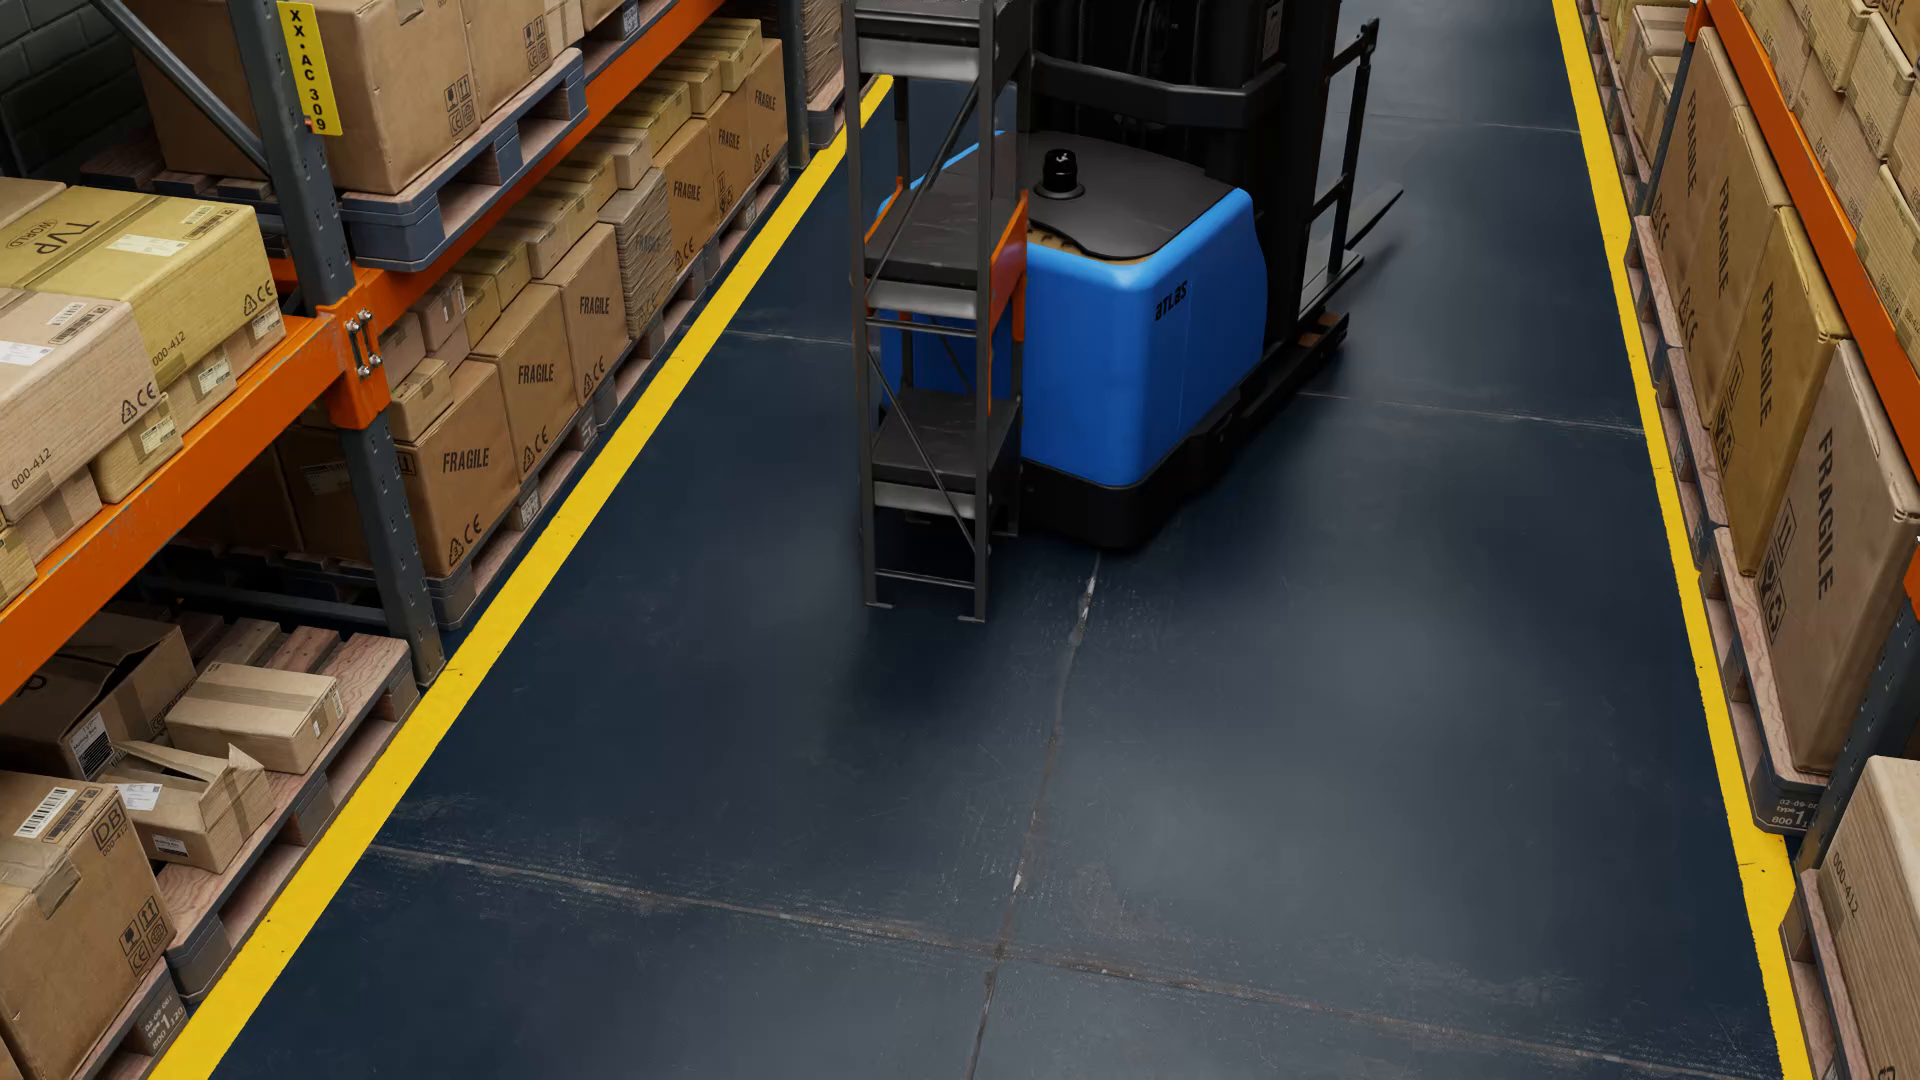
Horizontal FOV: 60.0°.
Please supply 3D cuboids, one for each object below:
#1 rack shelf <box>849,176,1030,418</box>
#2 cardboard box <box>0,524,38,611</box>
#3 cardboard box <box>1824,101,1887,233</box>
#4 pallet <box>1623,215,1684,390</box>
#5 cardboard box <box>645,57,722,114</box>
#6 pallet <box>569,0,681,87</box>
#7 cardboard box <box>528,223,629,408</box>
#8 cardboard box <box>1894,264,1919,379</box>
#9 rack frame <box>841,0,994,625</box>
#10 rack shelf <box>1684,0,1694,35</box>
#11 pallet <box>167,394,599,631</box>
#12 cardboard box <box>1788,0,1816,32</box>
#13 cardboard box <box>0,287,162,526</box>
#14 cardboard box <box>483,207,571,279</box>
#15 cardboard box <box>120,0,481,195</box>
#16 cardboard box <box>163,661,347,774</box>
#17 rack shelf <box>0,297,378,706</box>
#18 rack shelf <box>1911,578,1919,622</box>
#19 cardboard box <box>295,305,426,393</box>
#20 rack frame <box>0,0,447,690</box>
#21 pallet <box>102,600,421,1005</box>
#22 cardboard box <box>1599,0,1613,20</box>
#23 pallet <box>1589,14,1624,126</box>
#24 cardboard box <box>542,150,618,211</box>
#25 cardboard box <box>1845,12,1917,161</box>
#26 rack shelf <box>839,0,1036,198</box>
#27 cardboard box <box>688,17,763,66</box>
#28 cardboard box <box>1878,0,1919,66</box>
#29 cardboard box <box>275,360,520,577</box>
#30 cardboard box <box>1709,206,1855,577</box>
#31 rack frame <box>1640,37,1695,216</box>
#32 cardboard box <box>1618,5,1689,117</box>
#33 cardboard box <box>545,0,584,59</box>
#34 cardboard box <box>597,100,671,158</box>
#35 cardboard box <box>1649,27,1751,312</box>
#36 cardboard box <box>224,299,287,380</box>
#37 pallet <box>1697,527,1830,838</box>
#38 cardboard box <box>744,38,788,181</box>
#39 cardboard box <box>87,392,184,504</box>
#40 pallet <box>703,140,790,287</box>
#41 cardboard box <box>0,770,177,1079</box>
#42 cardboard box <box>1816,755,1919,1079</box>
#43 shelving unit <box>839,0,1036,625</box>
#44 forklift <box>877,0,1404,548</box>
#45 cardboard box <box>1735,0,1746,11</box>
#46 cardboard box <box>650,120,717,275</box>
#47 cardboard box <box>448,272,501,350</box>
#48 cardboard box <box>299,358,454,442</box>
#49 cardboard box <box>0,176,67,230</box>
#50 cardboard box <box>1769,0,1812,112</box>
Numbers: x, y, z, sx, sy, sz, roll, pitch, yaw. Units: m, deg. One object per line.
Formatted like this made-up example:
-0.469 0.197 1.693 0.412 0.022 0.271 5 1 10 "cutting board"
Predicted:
-0.052 -0.736 4.999 0.431 0.518 0.480 8 37 11 "rack shelf"
-2.106 0.065 3.318 0.380 0.149 0.250 7 36 9 "cardboard box"
2.827 -1.039 4.755 0.500 0.250 0.500 6 36 9 "cardboard box"
3.353 -0.953 6.886 1.003 0.211 1.213 7 37 10 "pallet"
-1.240 -1.945 7.097 0.380 0.149 0.250 6 36 8 "cardboard box"
-1.665 -1.952 6.051 1.003 0.211 1.213 7 37 10 "pallet"
-1.571 -0.851 6.140 0.500 0.500 0.500 6 36 9 "cardboard box"
2.591 -0.460 3.956 0.500 0.250 0.500 6 36 9 "cardboard box"
-0.111 -0.608 4.799 0.400 2.100 0.015 8 37 11 "rack frame"
4.023 -3.380 8.471 1.077 0.370 4.000 7 37 10 "rack shelf"
-1.972 -0.194 5.838 1.003 0.211 1.213 7 37 10 "pallet"
3.016 -1.827 5.416 0.500 0.250 0.500 7 37 10 "cardboard box"
-2.072 -0.300 3.482 0.500 0.250 0.500 7 37 10 "cardboard box"
-1.610 -1.059 5.875 0.380 0.149 0.250 7 37 10 "cardboard box"
-1.787 -1.312 4.561 0.700 0.500 0.500 8 37 11 "cardboard box"
-1.941 0.489 4.591 0.380 0.149 0.250 6 36 9 "cardboard box"
-2.536 0.586 2.998 1.077 0.370 4.000 7 37 10 "rack shelf"
2.314 1.206 2.143 1.077 0.370 4.000 7 37 10 "rack shelf"
-1.831 -0.573 4.950 0.380 0.149 0.250 7 36 9 "cardboard box"
-2.109 -0.852 4.369 1.000 3.000 0.127 7 37 10 "rack frame"
-2.256 0.671 4.645 1.003 0.211 1.213 7 37 10 "pallet"
4.190 -3.211 9.505 0.950 0.372 0.625 10 37 13 "cardboard box"
4.027 -2.541 9.076 1.003 0.211 1.213 7 37 10 "pallet"
-1.525 -1.360 6.289 0.380 0.149 0.250 7 37 10 "cardboard box"
2.802 -1.242 4.609 0.500 0.250 0.500 8 37 11 "cardboard box"
-0.051 -1.303 4.588 0.431 0.518 0.480 8 37 11 "rack shelf"
-1.112 -2.251 7.519 0.380 0.149 0.250 6 36 8 "cardboard box"
2.822 -1.550 4.396 0.500 0.500 0.500 8 37 11 "cardboard box"
-1.786 -0.259 5.323 0.500 0.500 0.500 9 37 12 "cardboard box"
2.981 -0.426 5.234 0.875 0.875 0.875 8 37 11 "cardboard box"
3.596 -2.525 6.678 1.000 3.000 0.127 7 37 10 "rack frame"
3.876 -2.378 8.356 0.950 0.372 0.625 7 36 9 "cardboard box"
-1.437 -1.716 5.318 0.396 0.266 0.258 9 37 12 "cardboard box"
-1.393 -1.656 6.699 0.380 0.149 0.250 7 36 9 "cardboard box"
3.367 -1.449 6.646 0.875 0.875 0.875 7 37 10 "cardboard box"
-1.930 -0.536 4.147 0.380 0.149 0.250 8 37 11 "cardboard box"
2.832 0.445 4.956 1.003 0.211 1.213 7 37 10 "pallet"
-1.135 -2.034 7.772 0.500 0.500 0.500 8 37 11 "cardboard box"
-1.996 -0.232 3.728 0.380 0.149 0.250 8 37 11 "cardboard box"
-1.451 -1.593 7.768 1.003 0.211 1.213 7 37 10 "pallet"
-2.298 0.864 3.774 0.700 0.500 0.500 6 36 8 "cardboard box"
2.502 0.982 3.664 0.875 0.438 0.875 7 36 9 "cardboard box"
-0.052 -0.747 4.991 0.431 2.100 0.503 8 37 11 "shelving unit"
0.930 -1.991 5.999 1.130 2.935 3.031 21 41 26 "forklift"
3.245 -2.215 6.378 0.500 0.250 0.500 7 36 9 "cardboard box"
-1.361 -1.448 6.964 0.500 0.500 0.500 9 37 12 "cardboard box"
-1.745 -0.762 5.464 0.380 0.149 0.250 6 36 8 "cardboard box"
-1.772 -0.445 5.027 0.380 0.149 0.250 9 37 12 "cardboard box"
-2.478 -0.661 3.981 0.500 0.250 0.500 7 37 9 "cardboard box"
3.035 -1.619 5.555 0.500 0.250 0.500 8 37 12 "cardboard box"
